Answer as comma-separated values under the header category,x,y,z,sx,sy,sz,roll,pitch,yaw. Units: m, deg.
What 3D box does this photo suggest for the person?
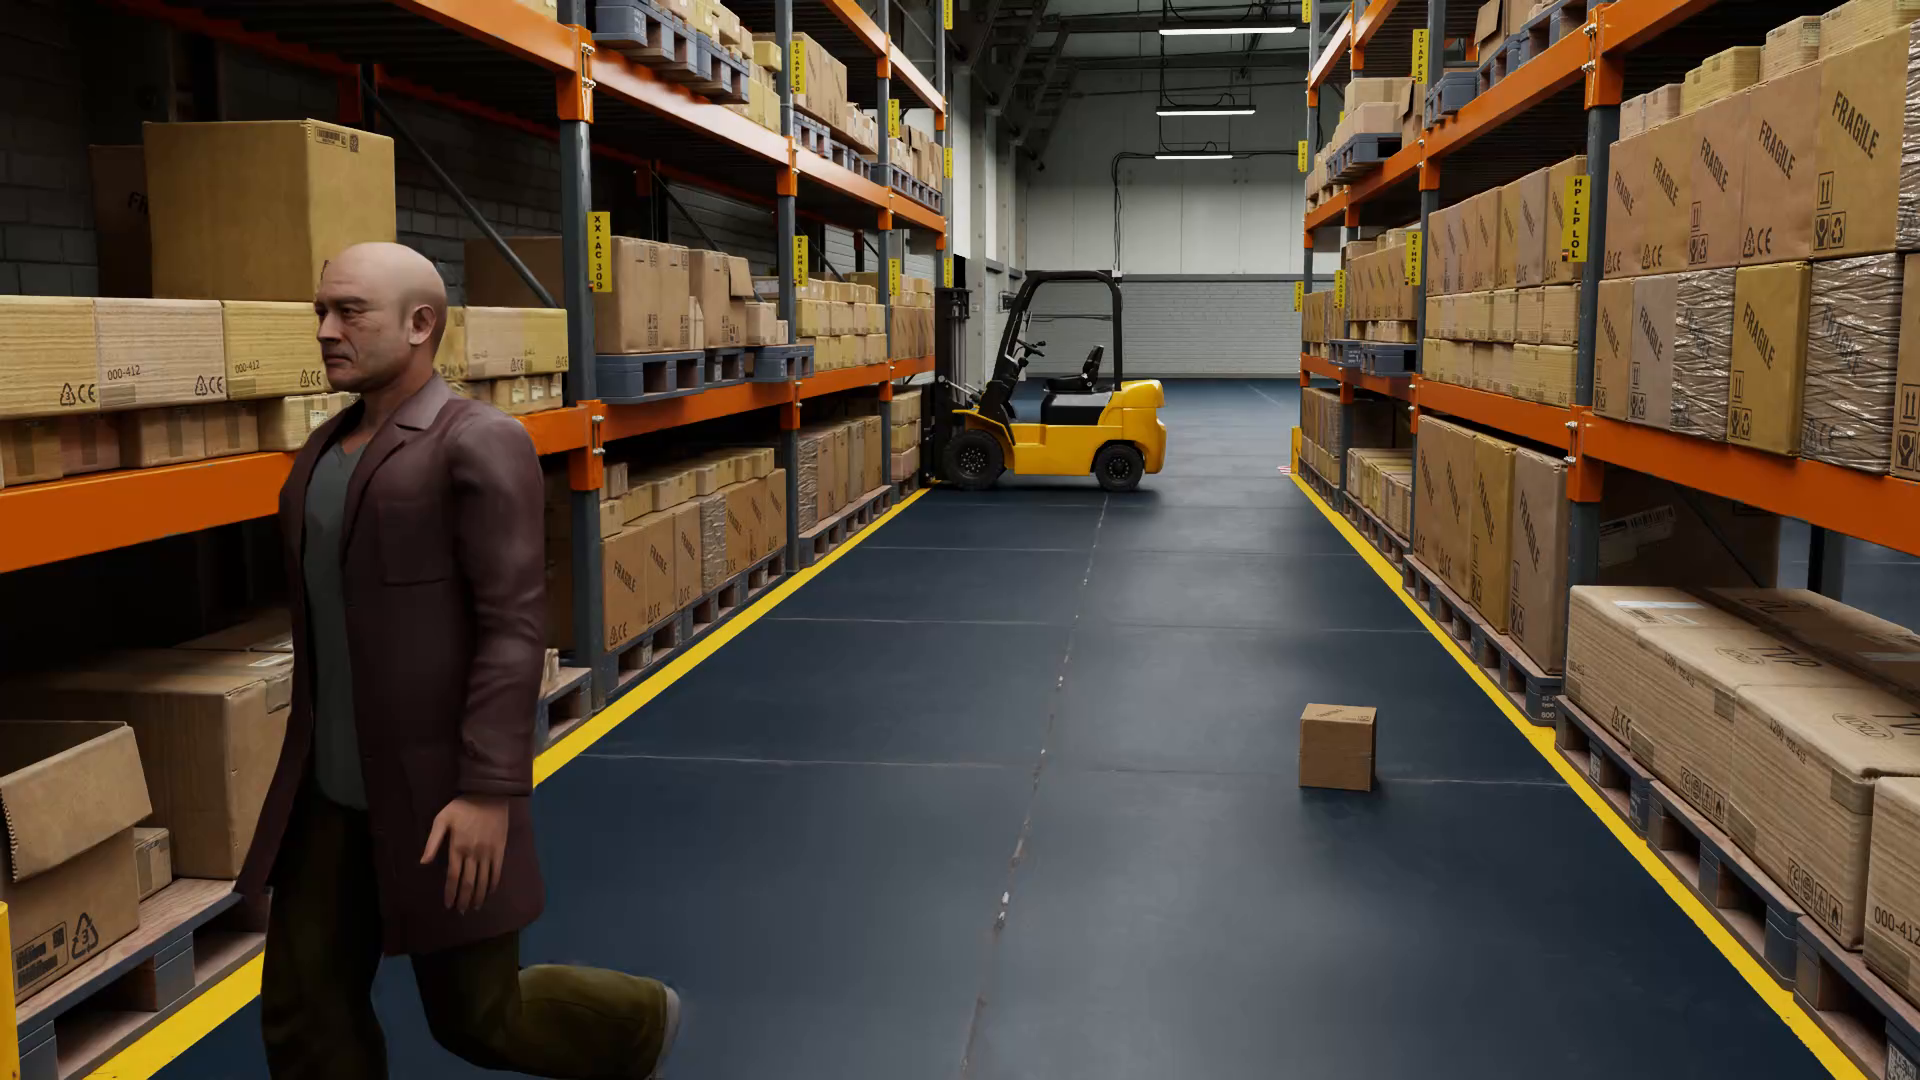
category,x,y,z,sx,sy,sz,roll,pitch,yaw
person,-0.864,0.384,2.825,0.589,1.753,0.900,4,9,29
